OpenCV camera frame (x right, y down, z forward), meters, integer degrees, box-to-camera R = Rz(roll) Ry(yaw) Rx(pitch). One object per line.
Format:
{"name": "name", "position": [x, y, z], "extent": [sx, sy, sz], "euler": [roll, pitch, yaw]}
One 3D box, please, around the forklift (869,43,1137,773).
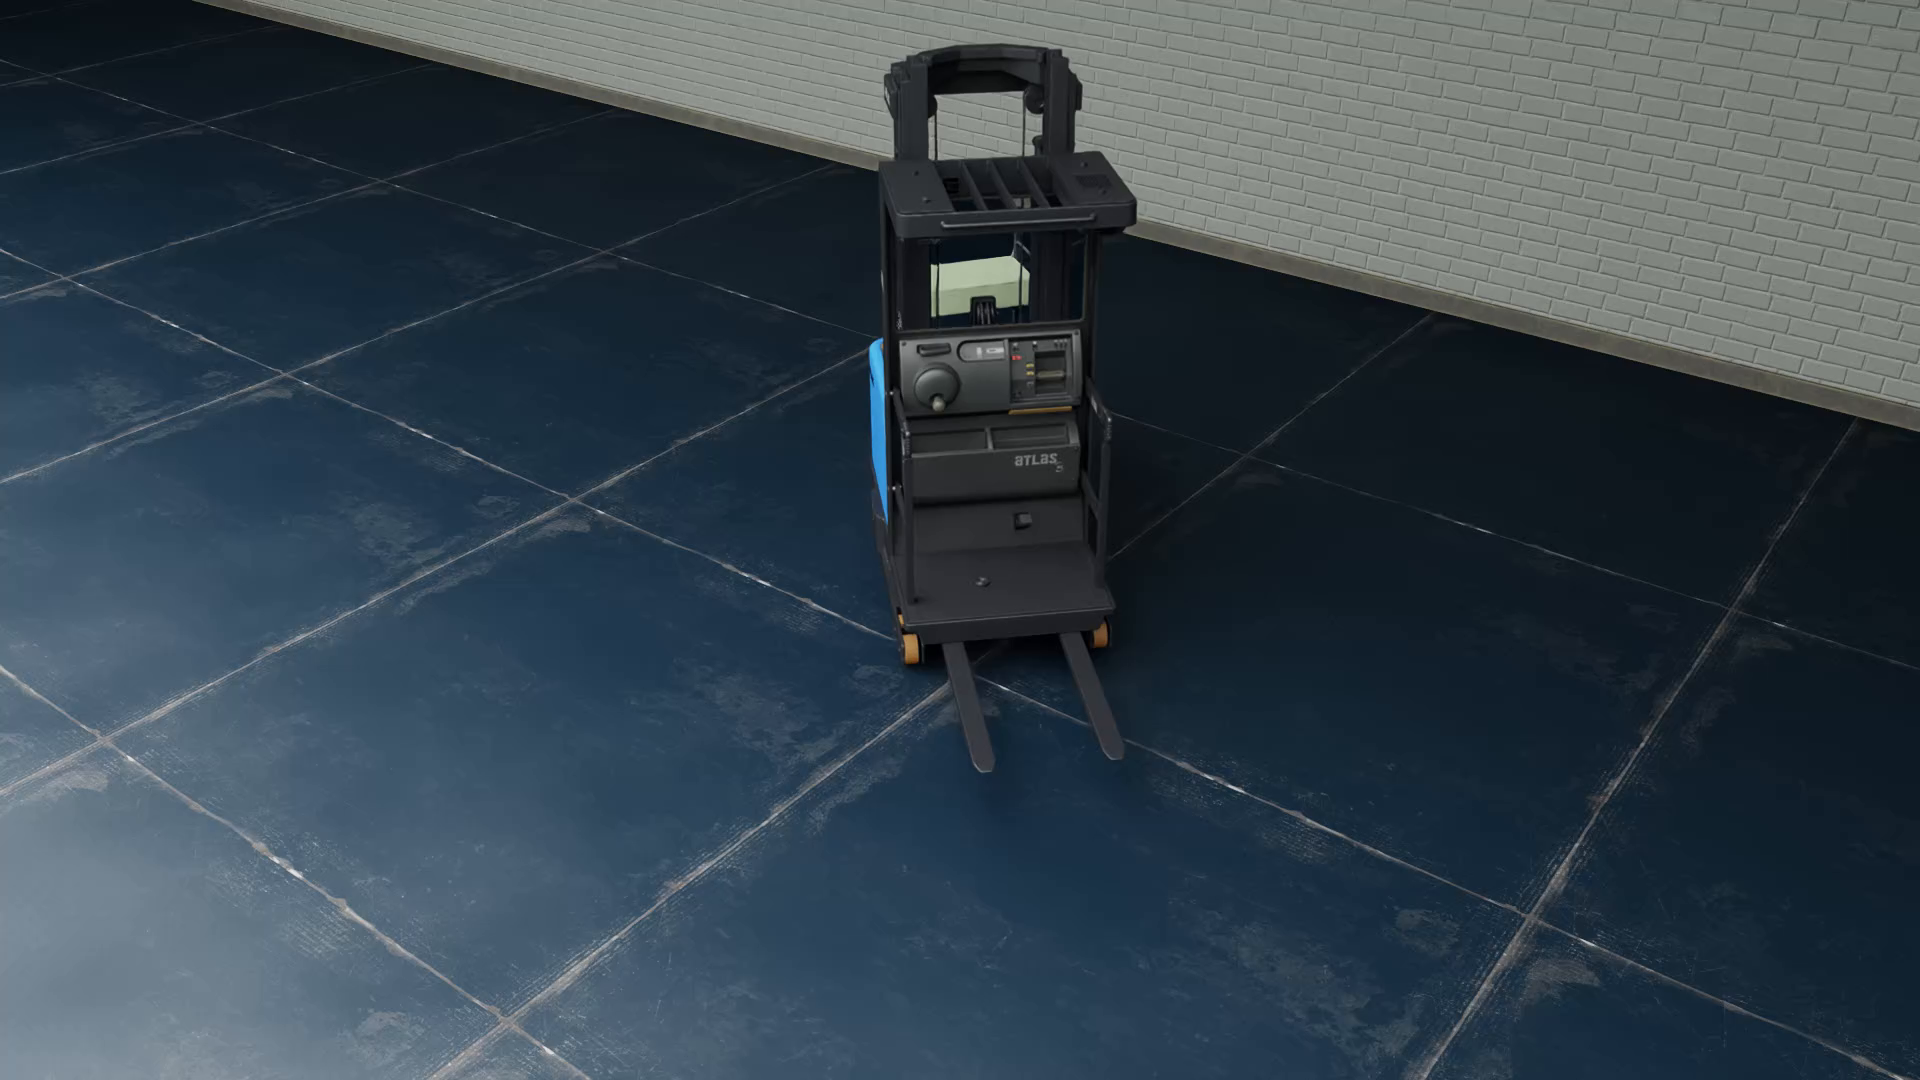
{"name": "forklift", "position": [0.193, -0.805, 8.233], "extent": [1.130, 2.935, 3.031], "euler": [-4, 31, -7]}

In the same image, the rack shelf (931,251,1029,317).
{"name": "rack shelf", "position": [0.054, -1.448, 9.956], "extent": [0.720, 0.370, 0.431], "euler": [-9, 32, -15]}

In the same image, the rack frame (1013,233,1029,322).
{"name": "rack frame", "position": [0.402, -1.170, 10.252], "extent": [0.023, 1.500, 0.400], "euler": [-9, 32, -15]}

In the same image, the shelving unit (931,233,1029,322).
{"name": "shelving unit", "position": [0.054, -1.112, 10.155], "extent": [0.755, 1.500, 0.431], "euler": [-9, 32, -15]}
